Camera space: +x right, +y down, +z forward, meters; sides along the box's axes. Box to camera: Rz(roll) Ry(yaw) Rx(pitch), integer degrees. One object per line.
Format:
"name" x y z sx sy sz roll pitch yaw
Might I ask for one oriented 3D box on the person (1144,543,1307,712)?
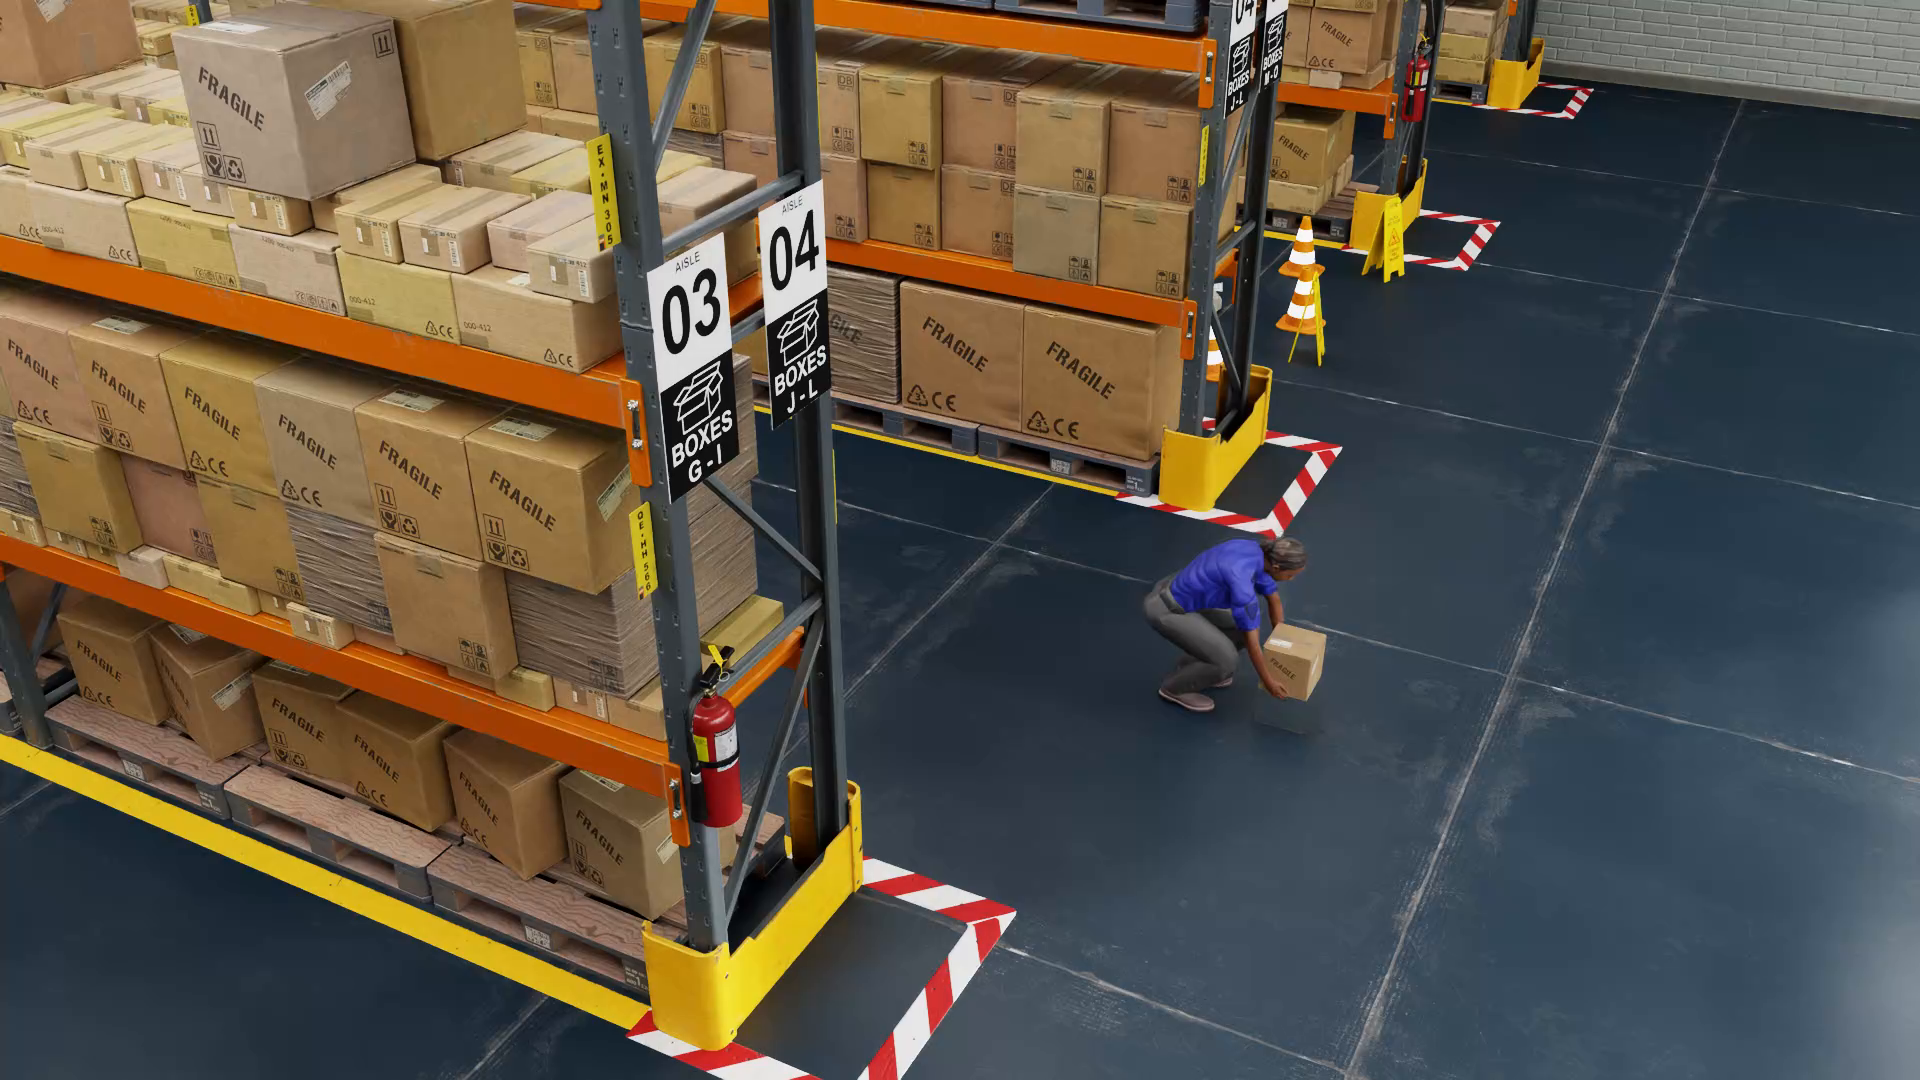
"person" 1.344 0.397 8.333 0.818 0.937 0.485 14 33 23
